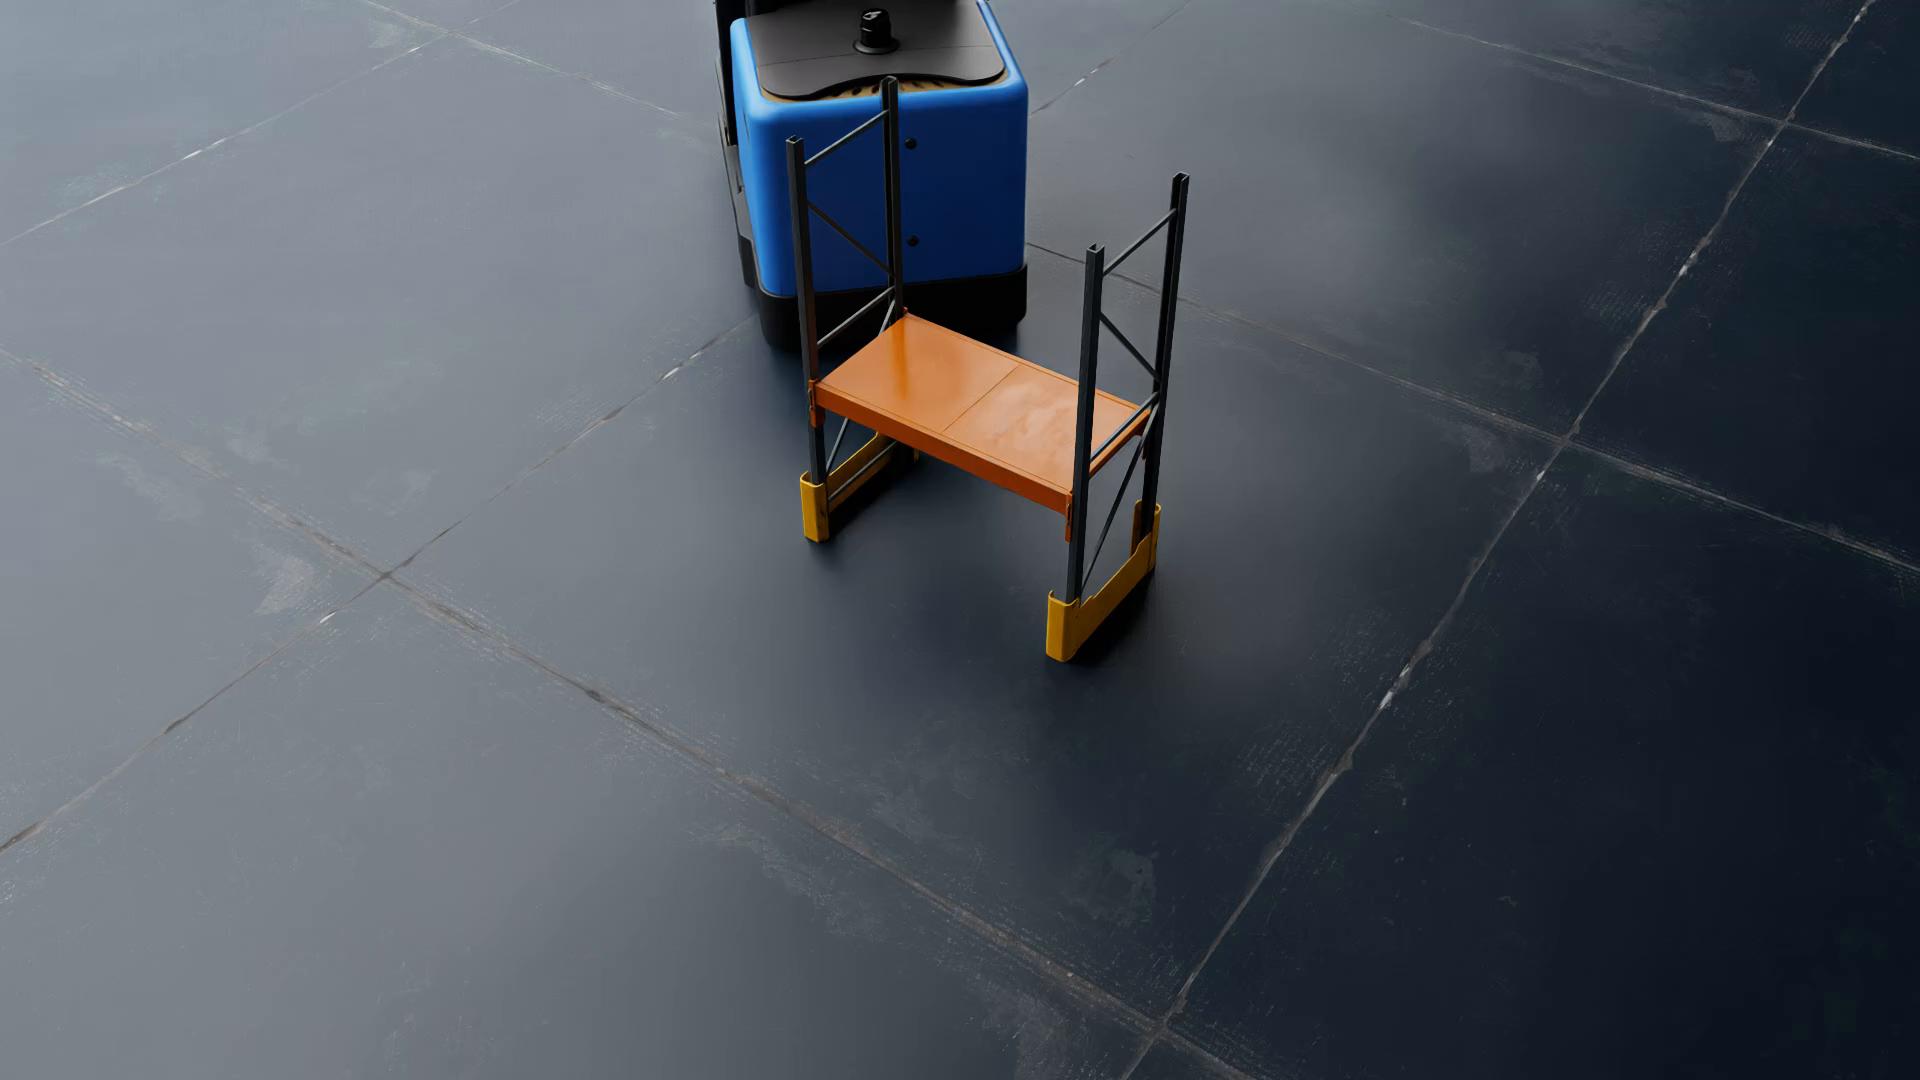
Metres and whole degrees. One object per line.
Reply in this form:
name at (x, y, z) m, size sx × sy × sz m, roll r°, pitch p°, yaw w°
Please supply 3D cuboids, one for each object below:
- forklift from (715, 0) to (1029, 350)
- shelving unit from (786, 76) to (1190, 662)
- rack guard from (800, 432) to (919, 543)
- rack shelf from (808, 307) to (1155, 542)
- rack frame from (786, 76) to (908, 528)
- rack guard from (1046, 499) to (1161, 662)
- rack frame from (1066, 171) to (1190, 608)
forklift at (-0.517, -2.823, 6.707) m, size 1.130 × 2.935 × 3.031 m, roll -7°, pitch 42°, yaw -8°
shelving unit at (0.062, -0.530, 5.217) m, size 1.083 × 1.500 × 0.587 m, roll 25°, pitch 48°, yaw 25°
rack guard at (-0.345, -0.255, 5.847) m, size 0.087 × 0.250 × 0.587 m, roll 25°, pitch 48°, yaw 25°
rack shelf at (0.070, -0.392, 5.333) m, size 1.000 × 0.185 × 0.538 m, roll 25°, pitch 48°, yaw 25°
rack frame at (-0.346, -0.721, 5.431) m, size 0.032 × 1.500 × 0.500 m, roll 25°, pitch 48°, yaw 25°
rack guard at (0.470, 0.127, 5.421) m, size 0.087 × 0.250 × 0.587 m, roll 25°, pitch 48°, yaw 25°
rack frame at (0.486, -0.332, 4.996) m, size 0.032 × 1.500 × 0.500 m, roll 25°, pitch 48°, yaw 25°
